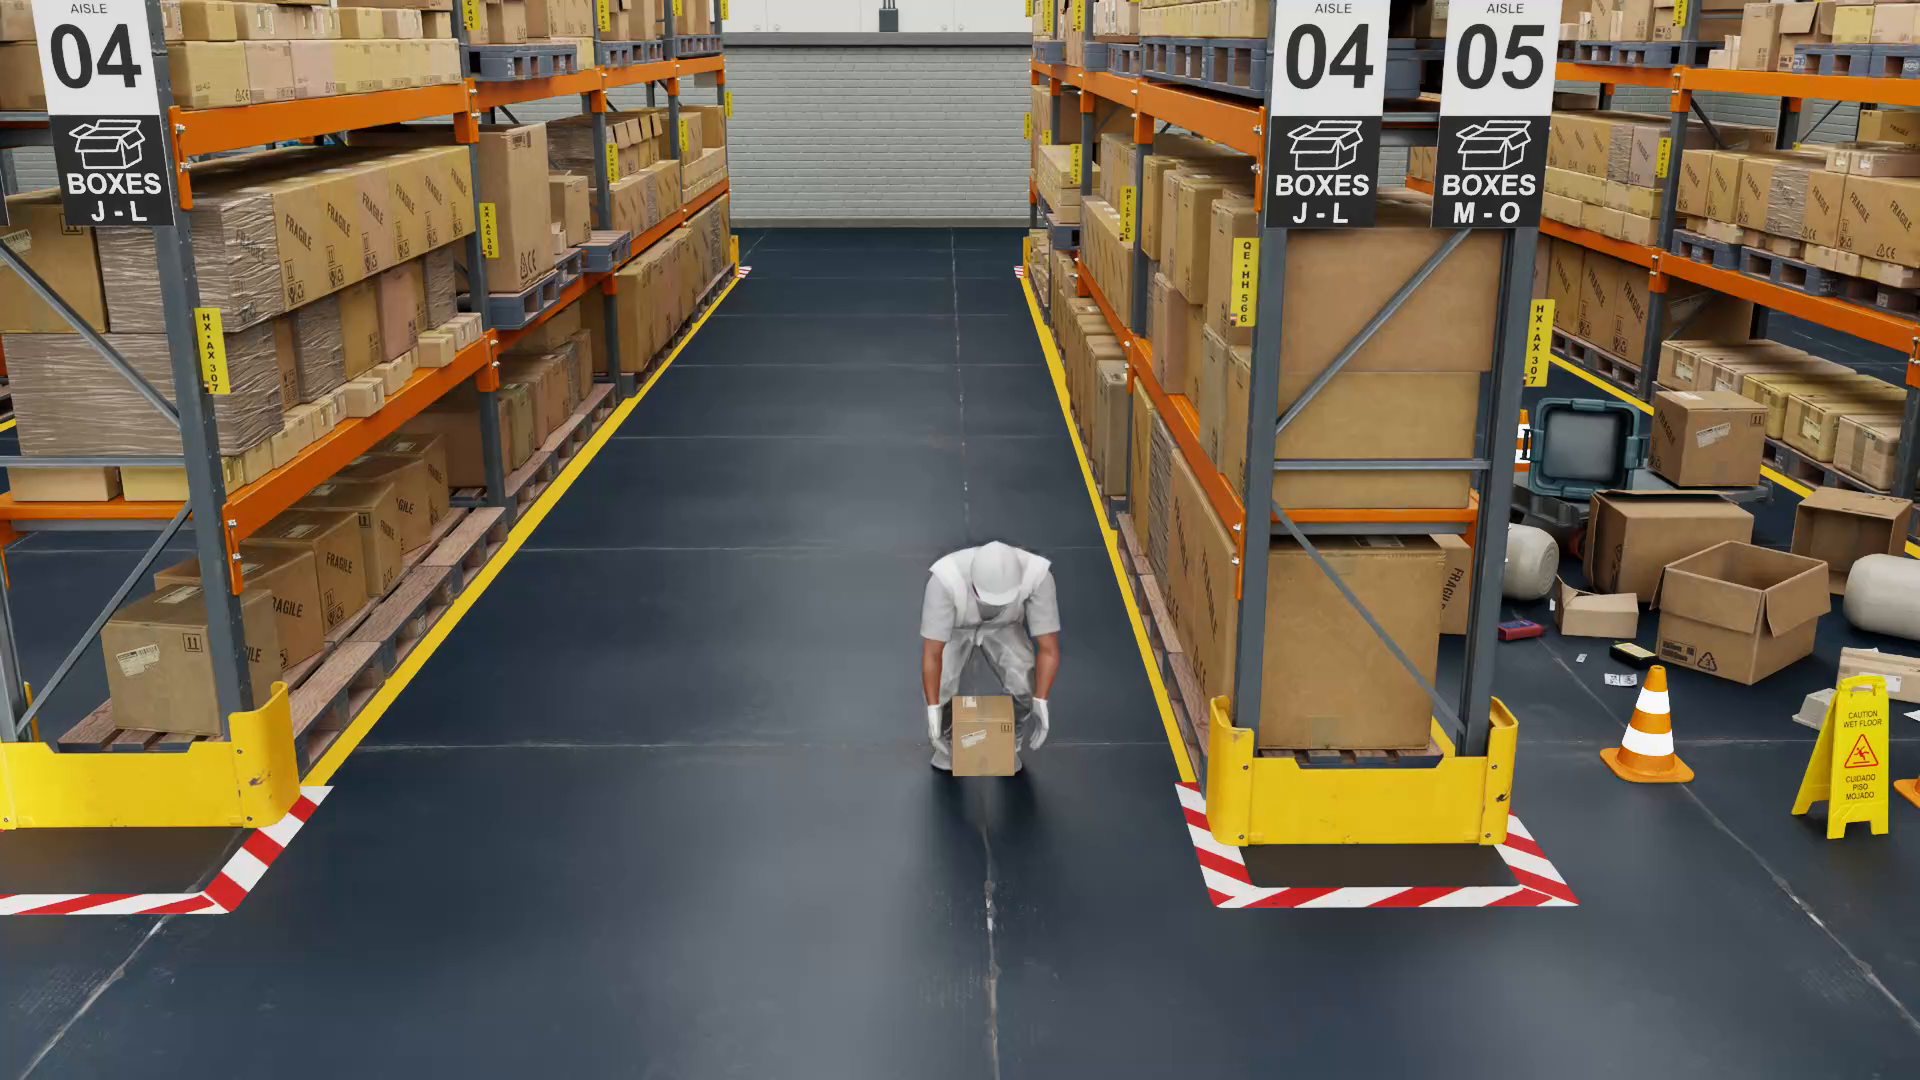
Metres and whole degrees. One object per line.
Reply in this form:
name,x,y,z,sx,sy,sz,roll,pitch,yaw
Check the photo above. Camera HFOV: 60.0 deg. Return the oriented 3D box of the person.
person,0.125,0.458,7.128,0.589,1.133,0.861,0,17,-1
